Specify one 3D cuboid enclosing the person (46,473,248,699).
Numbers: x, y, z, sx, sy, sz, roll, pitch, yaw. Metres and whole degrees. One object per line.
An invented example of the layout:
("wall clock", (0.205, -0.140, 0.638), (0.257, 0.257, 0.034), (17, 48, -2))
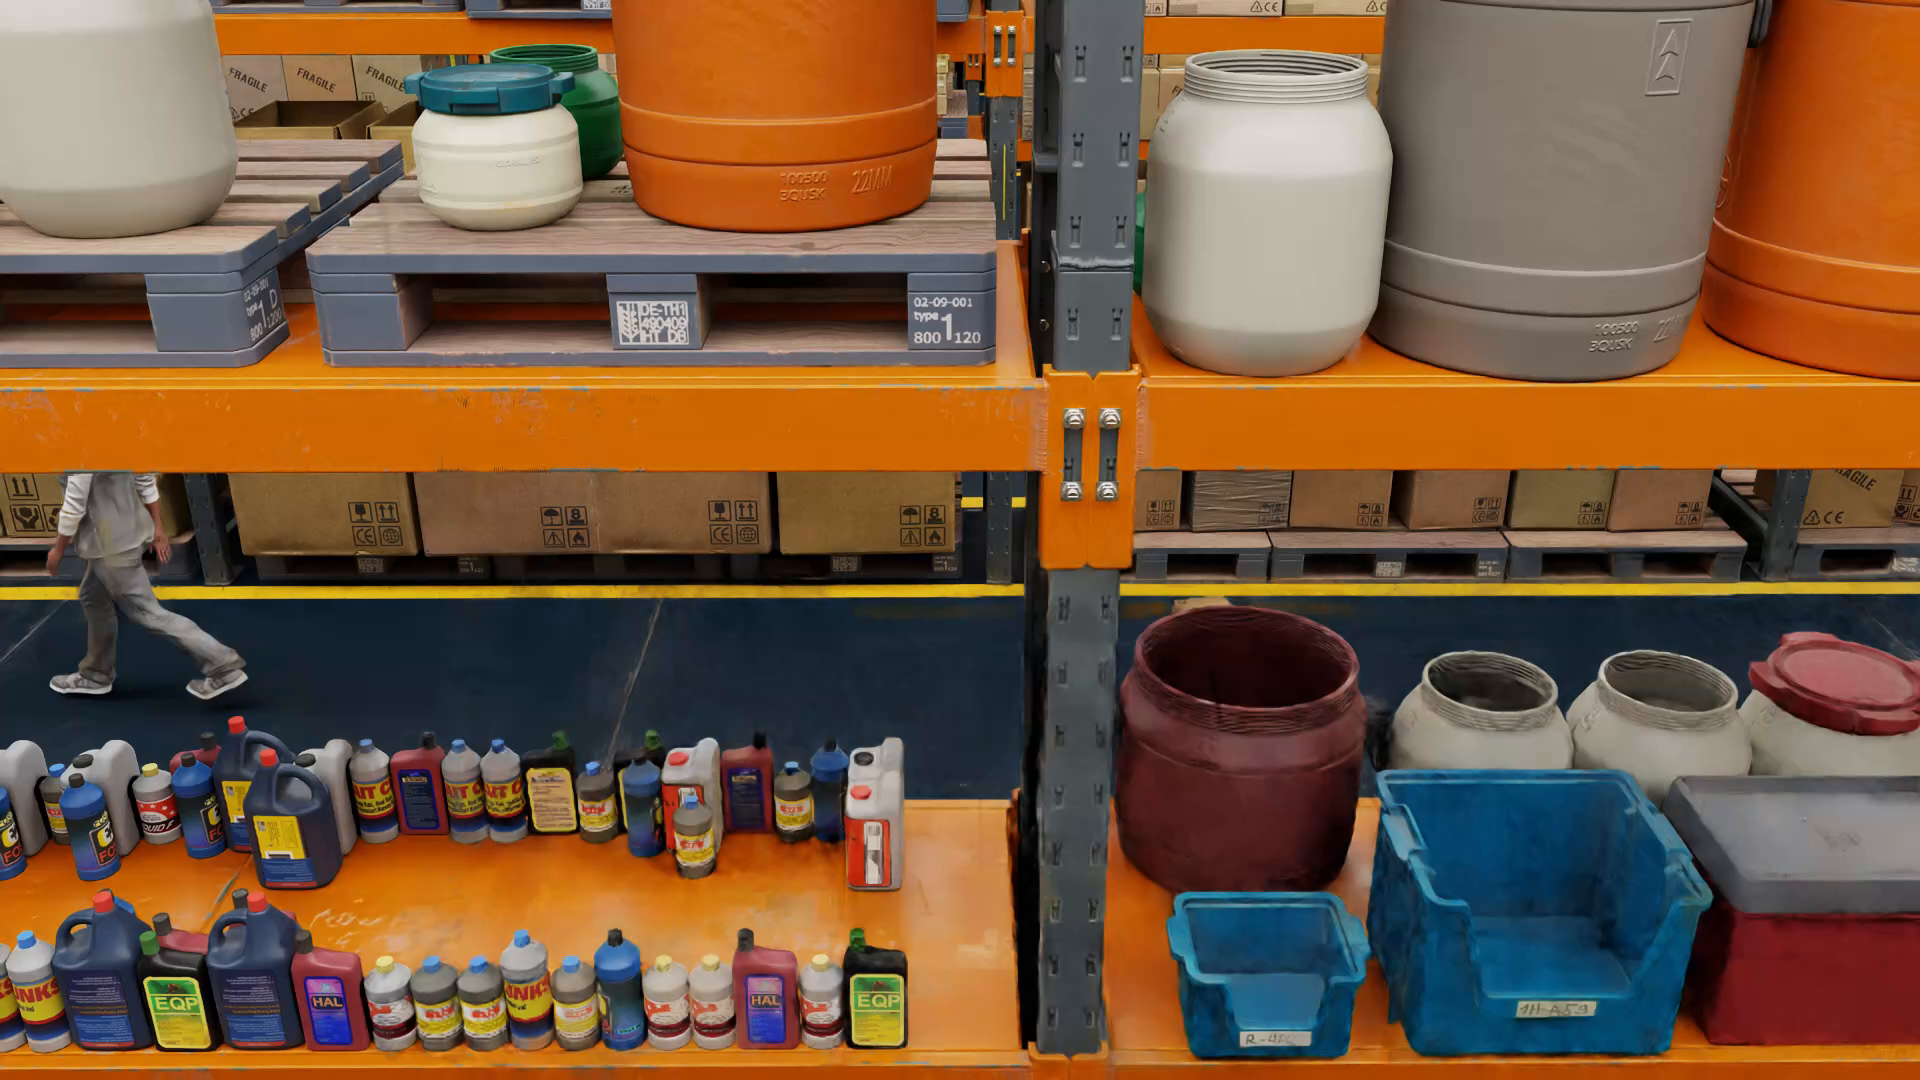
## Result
("person", (-3.618, 0.001, 7.107), (0.933, 1.544, 0.403), (-1, 24, -1))
